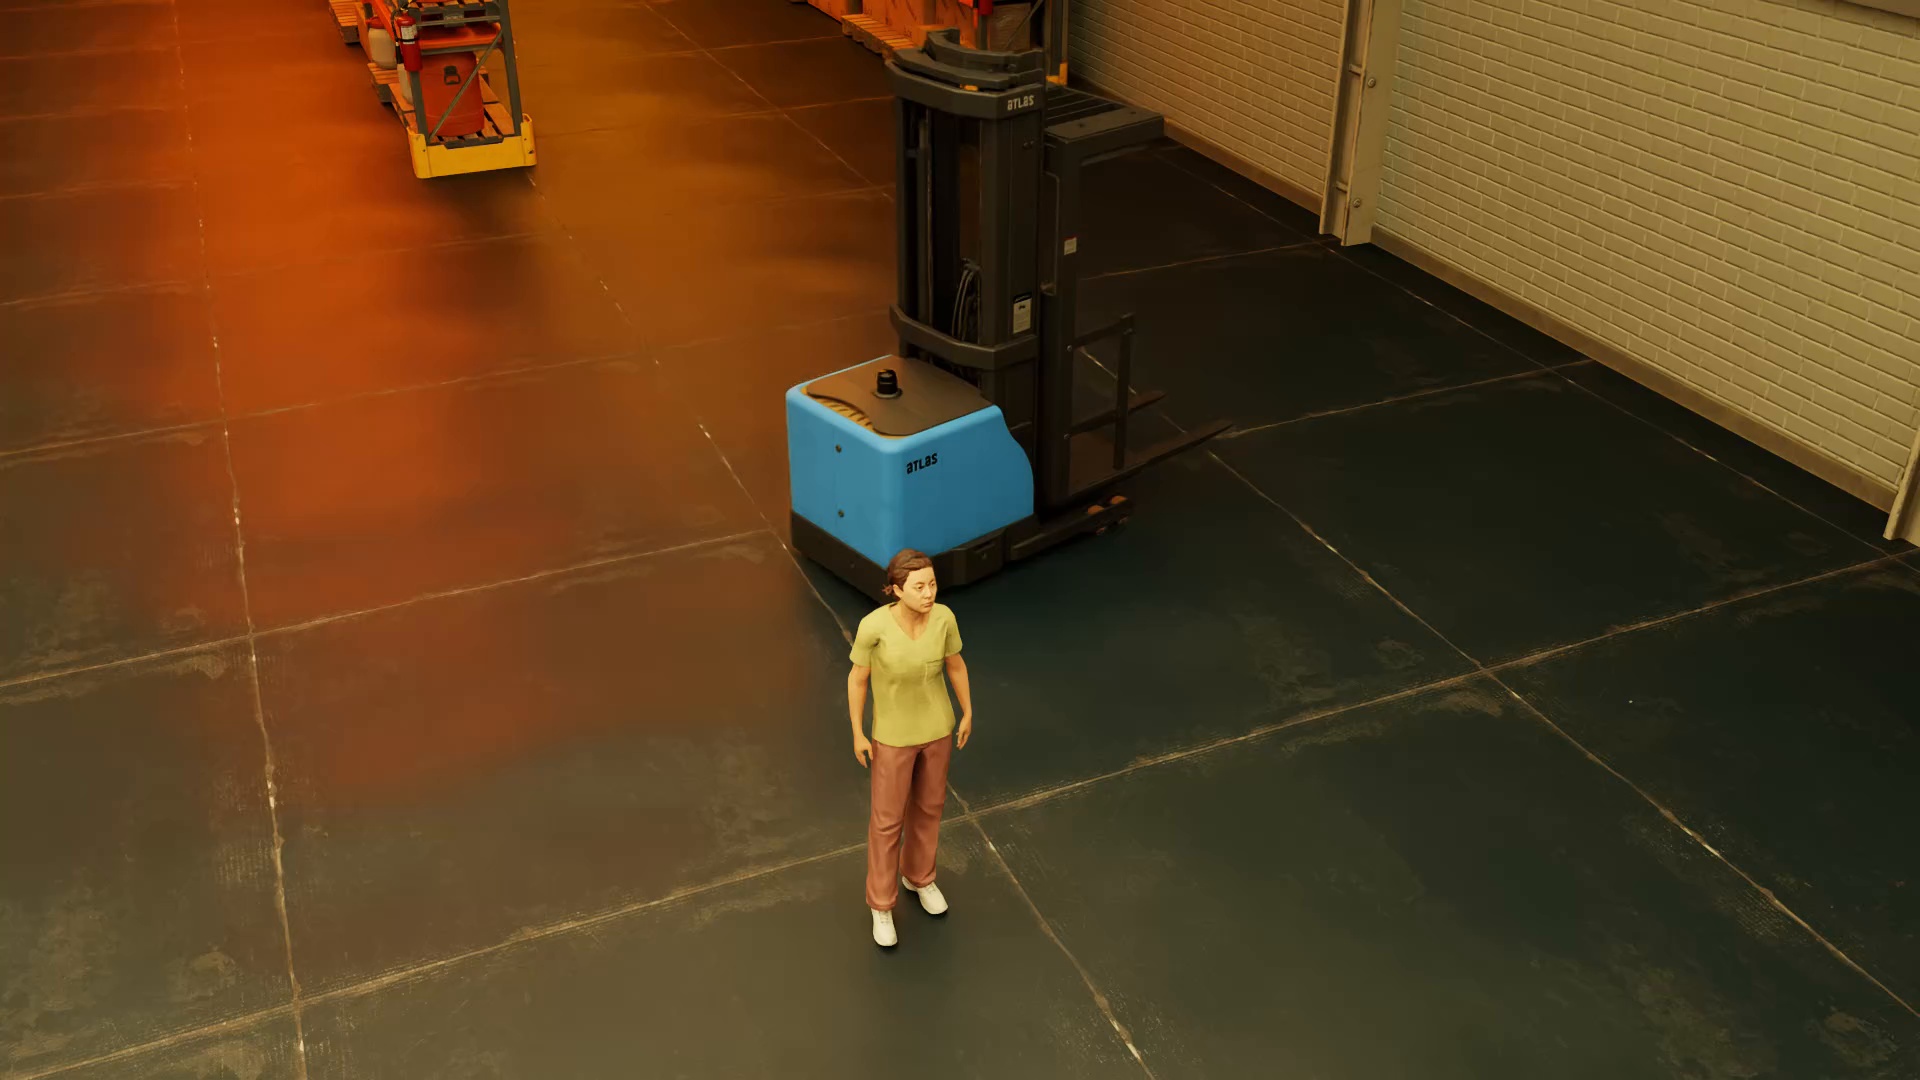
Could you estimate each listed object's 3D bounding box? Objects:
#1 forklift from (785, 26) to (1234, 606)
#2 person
[{"bbox_3d":[0.442,-1.494,9.732,3.031,2.935,1.130,-23,37,-34],"label":"forklift"},{"bbox_3d":[-0.180,0.846,6.907,0.554,1.660,0.550,-12,32,-19],"label":"person"}]
